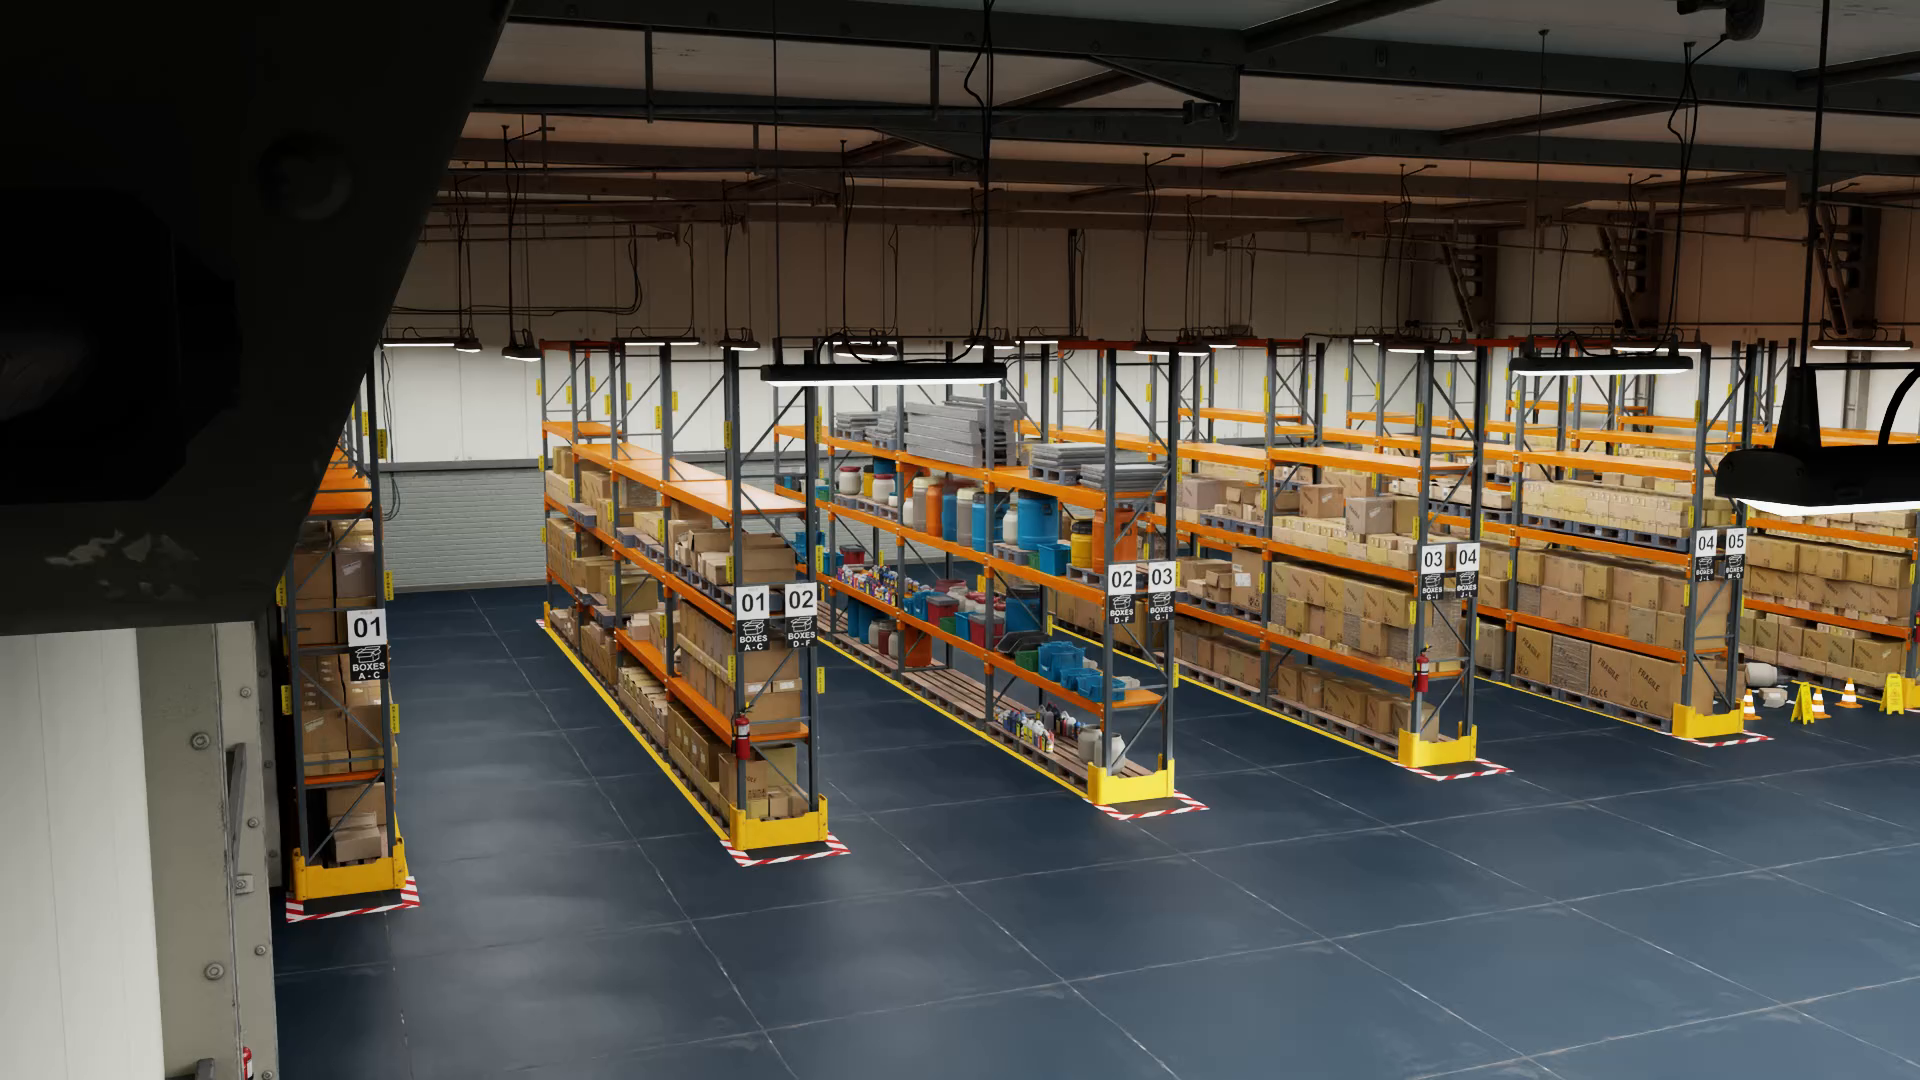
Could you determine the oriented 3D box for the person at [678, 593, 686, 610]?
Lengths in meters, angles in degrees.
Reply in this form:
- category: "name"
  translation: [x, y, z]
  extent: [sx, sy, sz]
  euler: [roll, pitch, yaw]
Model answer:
- category: "person"
  translation: [-5.097, 1.364, 31.589]
  extent: [0.546, 1.714, 0.972]
  euler: [-3, 8, -24]
